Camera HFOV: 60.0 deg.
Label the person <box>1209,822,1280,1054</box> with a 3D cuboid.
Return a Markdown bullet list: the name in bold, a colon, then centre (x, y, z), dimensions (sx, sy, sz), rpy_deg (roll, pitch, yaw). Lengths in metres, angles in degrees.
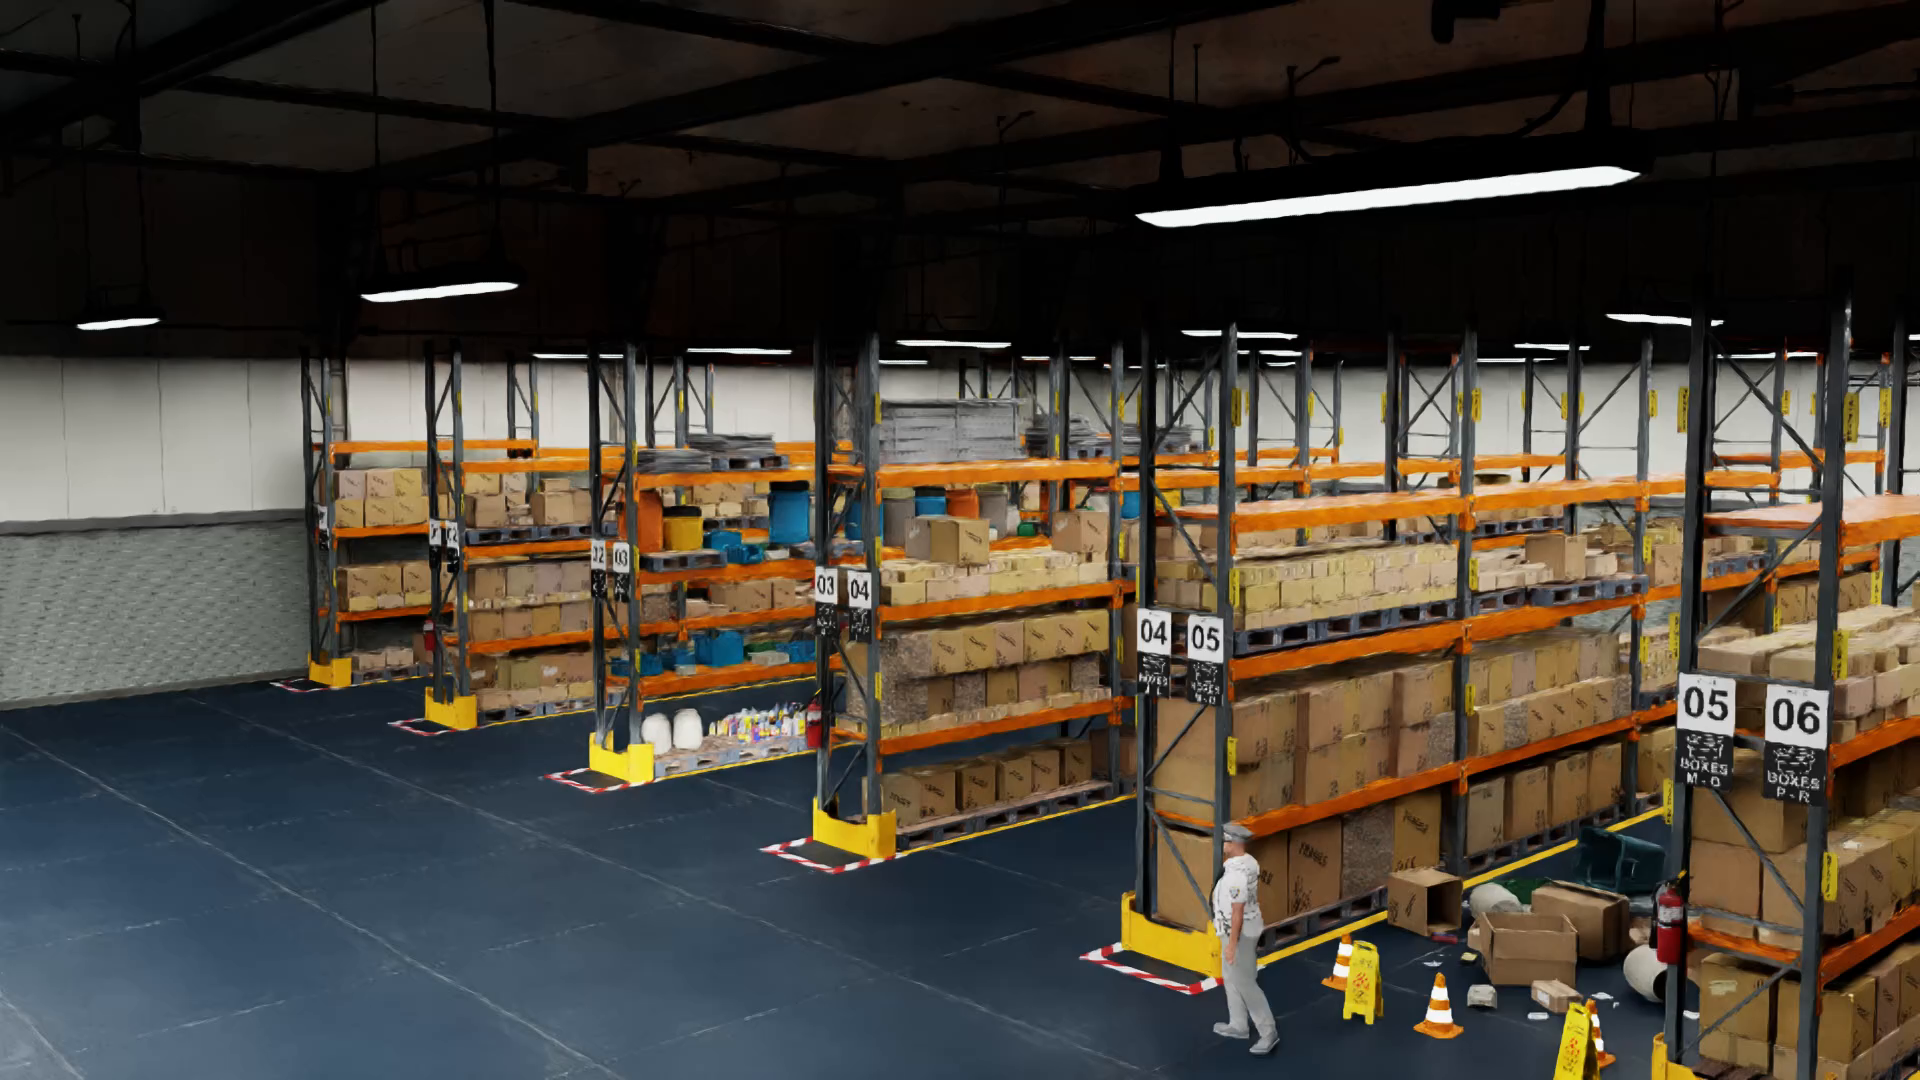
- **person**: centre (2.281, 3.139, 13.233), dimensions (0.569, 1.748, 0.656), rpy_deg (2, 5, 18)

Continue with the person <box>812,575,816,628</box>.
- **person**: centre (-2.859, 1.306, 34.087), dimensions (0.460, 1.724, 0.578), rpy_deg (2, 5, 19)
